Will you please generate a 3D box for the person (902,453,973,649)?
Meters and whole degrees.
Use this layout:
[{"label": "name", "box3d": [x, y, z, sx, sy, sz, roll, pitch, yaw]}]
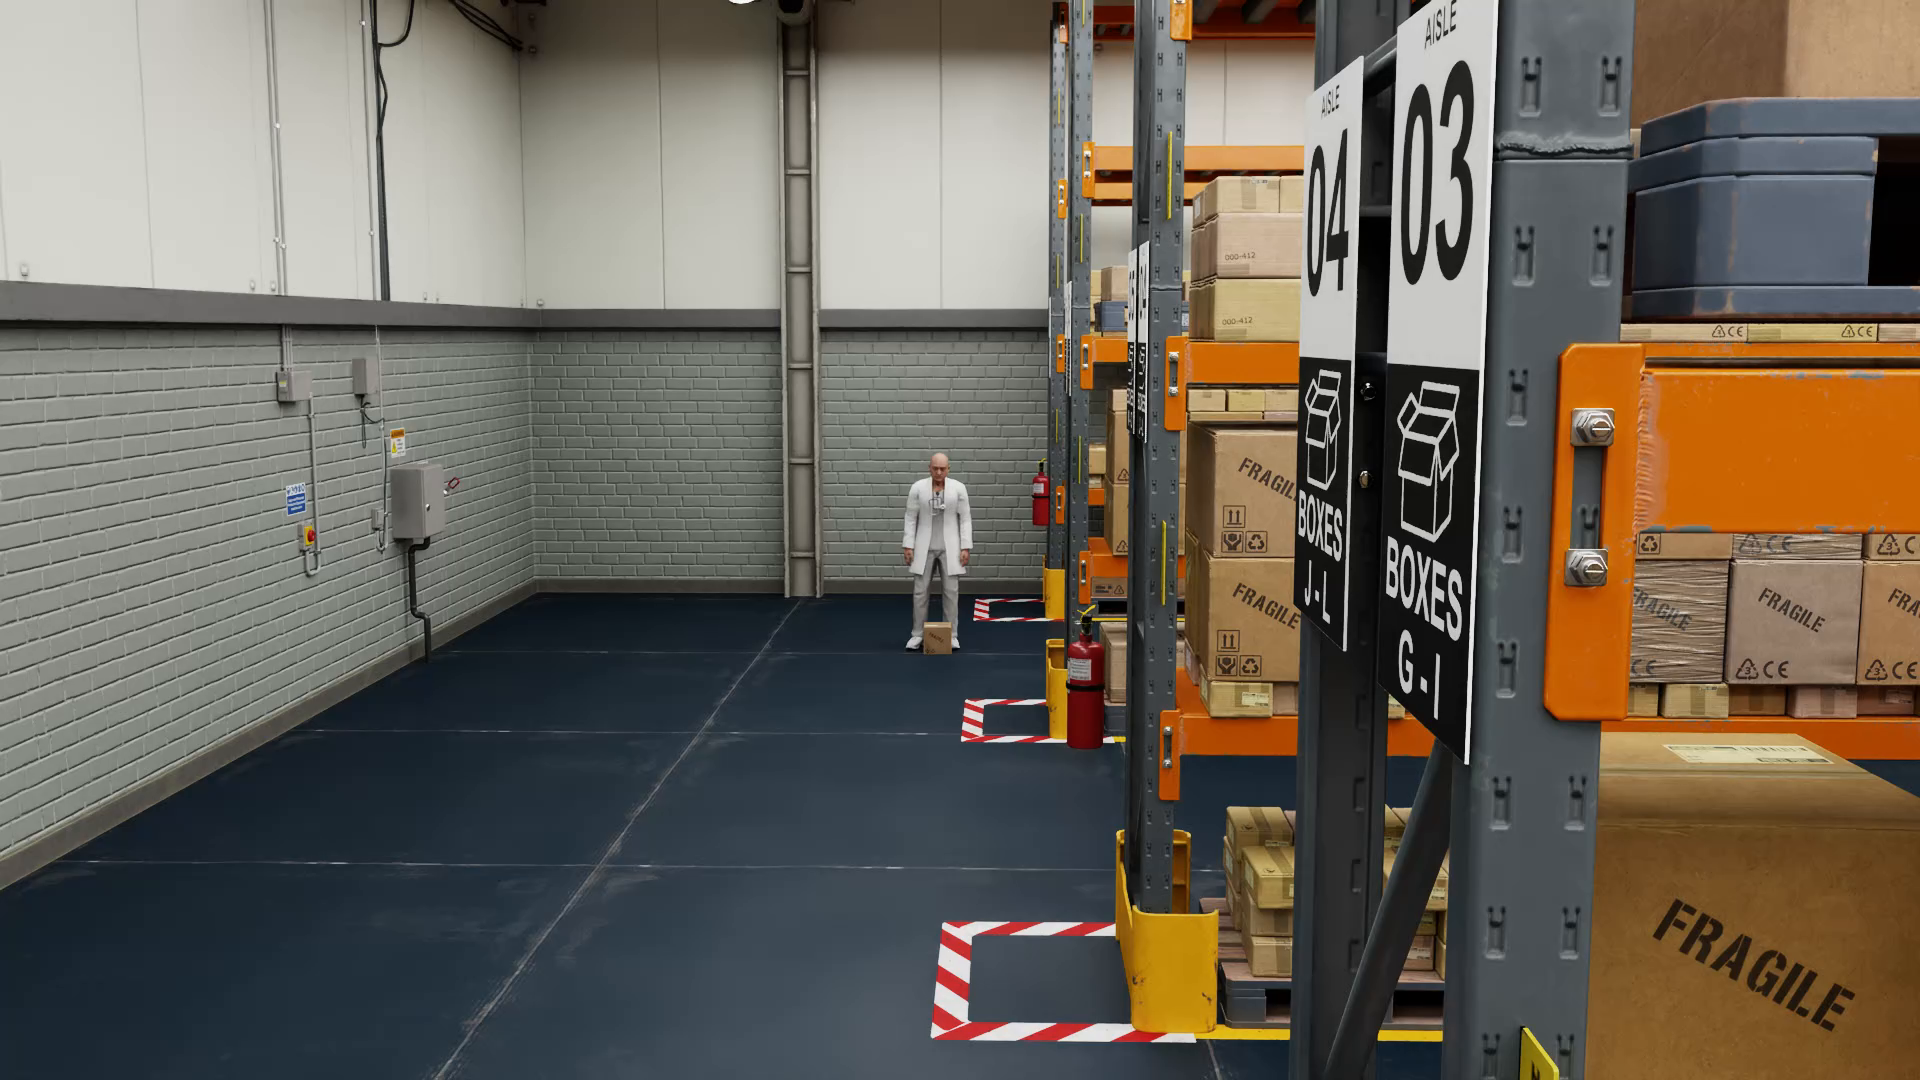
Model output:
[{"label": "person", "box3d": [-0.206, 0.094, 15.065, 0.641, 1.773, 0.427, 0, 7, 1]}]
